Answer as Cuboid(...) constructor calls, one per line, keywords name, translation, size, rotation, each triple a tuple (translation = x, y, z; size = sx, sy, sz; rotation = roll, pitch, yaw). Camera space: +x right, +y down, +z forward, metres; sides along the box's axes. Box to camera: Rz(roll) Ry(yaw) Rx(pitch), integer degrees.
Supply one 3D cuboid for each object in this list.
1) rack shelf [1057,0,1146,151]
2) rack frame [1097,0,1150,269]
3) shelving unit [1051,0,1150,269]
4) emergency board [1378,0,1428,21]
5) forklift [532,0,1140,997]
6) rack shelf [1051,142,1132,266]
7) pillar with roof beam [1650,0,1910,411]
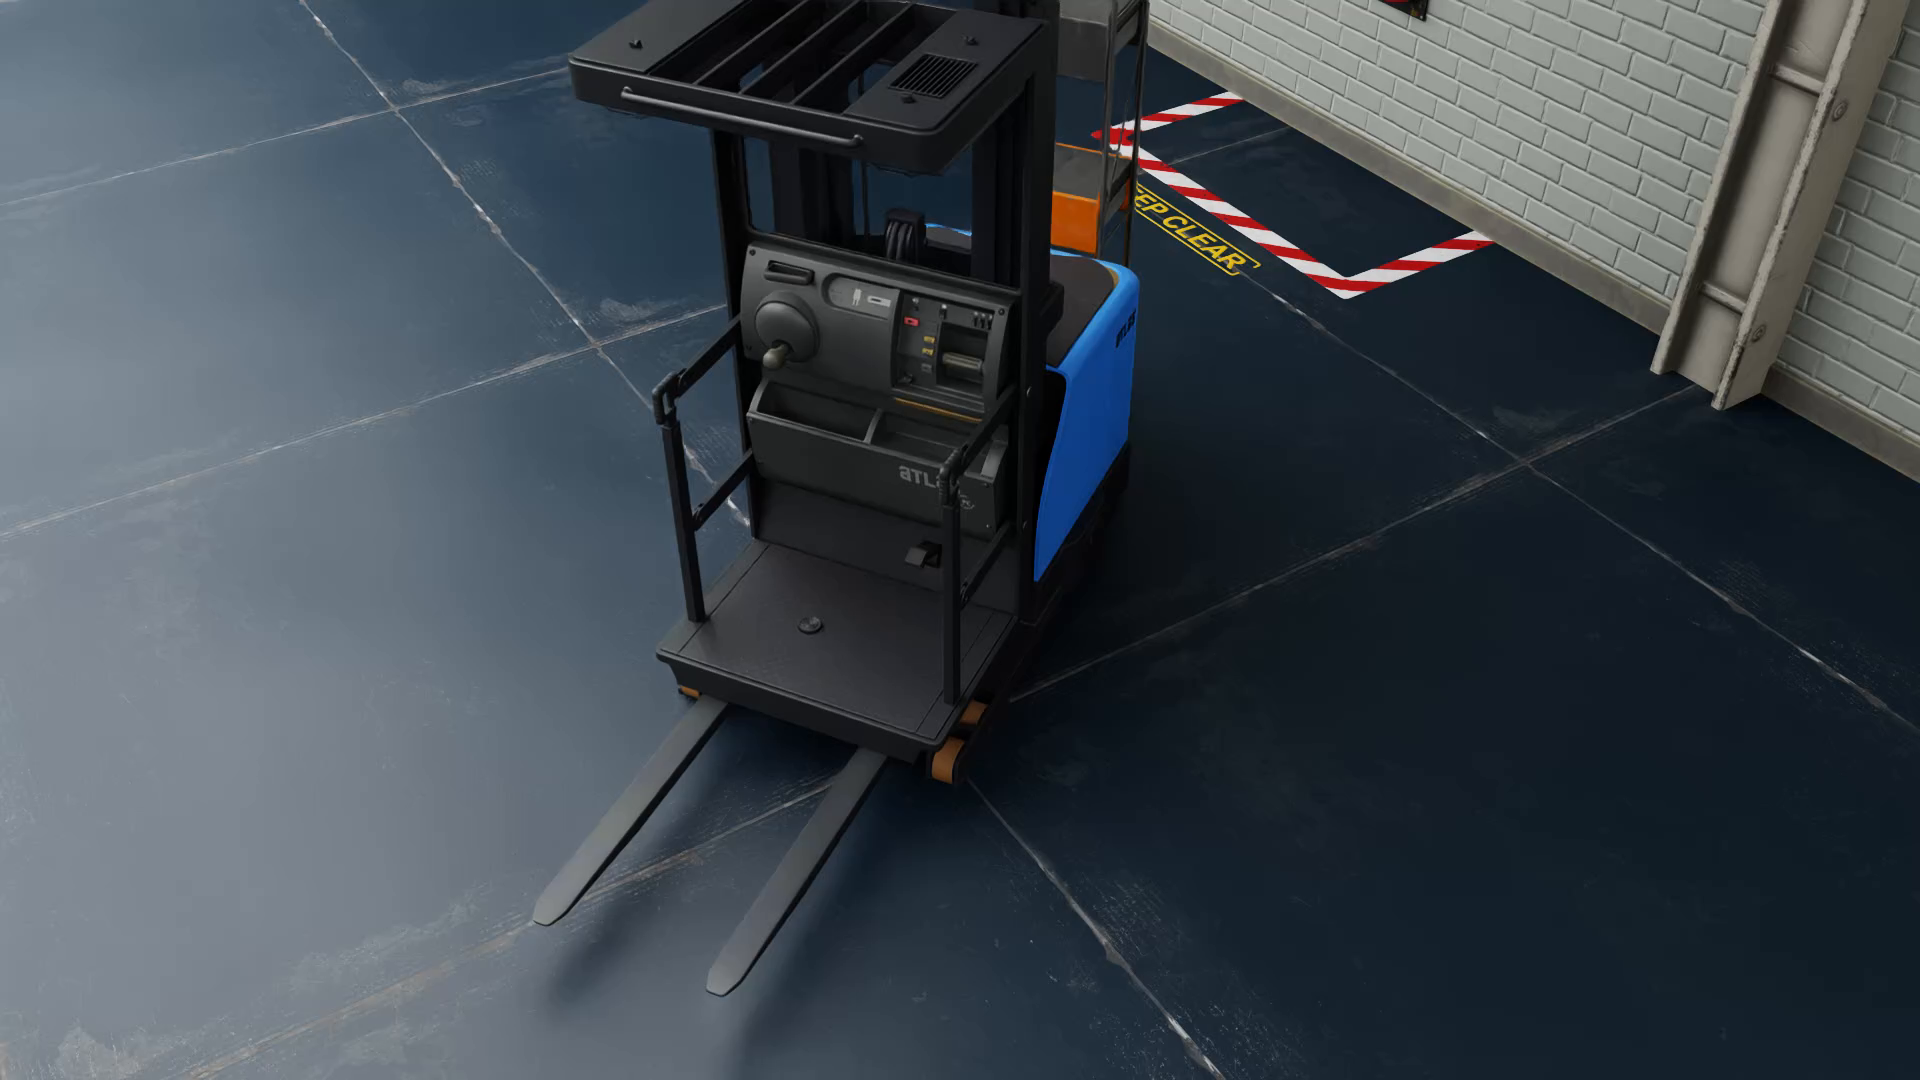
Cuboid(name="rack shelf", translation=(0.395, -1.826, 6.229), size=(0.480, 0.518, 0.431), rotation=(16, 42, 18))
Cuboid(name="rack frame", translation=(0.618, -1.235, 6.592), size=(0.015, 2.100, 0.400), rotation=(16, 42, 18))
Cuboid(name="shelving unit", translation=(0.395, -1.299, 6.669), size=(0.503, 2.100, 0.431), rotation=(16, 42, 18))
Cuboid(name="emergency board", translation=(2.131, -3.236, 8.290), size=(0.194, 1.169, 0.643), rotation=(-22, 45, -24))
Cuboid(name="forklift", translation=(-0.369, -0.602, 5.183), size=(1.130, 2.935, 3.031), rotation=(16, 42, 18))
Cuboid(name="rack shelf", translation=(0.395, -1.289, 6.677), size=(0.480, 0.518, 0.431), rotation=(16, 42, 18))
Cuboid(name="pillar with roof beam", translation=(-0.202, -2.712, 2.975), size=(9.100, 9.000, 0.400), rotation=(-22, 45, -24))
